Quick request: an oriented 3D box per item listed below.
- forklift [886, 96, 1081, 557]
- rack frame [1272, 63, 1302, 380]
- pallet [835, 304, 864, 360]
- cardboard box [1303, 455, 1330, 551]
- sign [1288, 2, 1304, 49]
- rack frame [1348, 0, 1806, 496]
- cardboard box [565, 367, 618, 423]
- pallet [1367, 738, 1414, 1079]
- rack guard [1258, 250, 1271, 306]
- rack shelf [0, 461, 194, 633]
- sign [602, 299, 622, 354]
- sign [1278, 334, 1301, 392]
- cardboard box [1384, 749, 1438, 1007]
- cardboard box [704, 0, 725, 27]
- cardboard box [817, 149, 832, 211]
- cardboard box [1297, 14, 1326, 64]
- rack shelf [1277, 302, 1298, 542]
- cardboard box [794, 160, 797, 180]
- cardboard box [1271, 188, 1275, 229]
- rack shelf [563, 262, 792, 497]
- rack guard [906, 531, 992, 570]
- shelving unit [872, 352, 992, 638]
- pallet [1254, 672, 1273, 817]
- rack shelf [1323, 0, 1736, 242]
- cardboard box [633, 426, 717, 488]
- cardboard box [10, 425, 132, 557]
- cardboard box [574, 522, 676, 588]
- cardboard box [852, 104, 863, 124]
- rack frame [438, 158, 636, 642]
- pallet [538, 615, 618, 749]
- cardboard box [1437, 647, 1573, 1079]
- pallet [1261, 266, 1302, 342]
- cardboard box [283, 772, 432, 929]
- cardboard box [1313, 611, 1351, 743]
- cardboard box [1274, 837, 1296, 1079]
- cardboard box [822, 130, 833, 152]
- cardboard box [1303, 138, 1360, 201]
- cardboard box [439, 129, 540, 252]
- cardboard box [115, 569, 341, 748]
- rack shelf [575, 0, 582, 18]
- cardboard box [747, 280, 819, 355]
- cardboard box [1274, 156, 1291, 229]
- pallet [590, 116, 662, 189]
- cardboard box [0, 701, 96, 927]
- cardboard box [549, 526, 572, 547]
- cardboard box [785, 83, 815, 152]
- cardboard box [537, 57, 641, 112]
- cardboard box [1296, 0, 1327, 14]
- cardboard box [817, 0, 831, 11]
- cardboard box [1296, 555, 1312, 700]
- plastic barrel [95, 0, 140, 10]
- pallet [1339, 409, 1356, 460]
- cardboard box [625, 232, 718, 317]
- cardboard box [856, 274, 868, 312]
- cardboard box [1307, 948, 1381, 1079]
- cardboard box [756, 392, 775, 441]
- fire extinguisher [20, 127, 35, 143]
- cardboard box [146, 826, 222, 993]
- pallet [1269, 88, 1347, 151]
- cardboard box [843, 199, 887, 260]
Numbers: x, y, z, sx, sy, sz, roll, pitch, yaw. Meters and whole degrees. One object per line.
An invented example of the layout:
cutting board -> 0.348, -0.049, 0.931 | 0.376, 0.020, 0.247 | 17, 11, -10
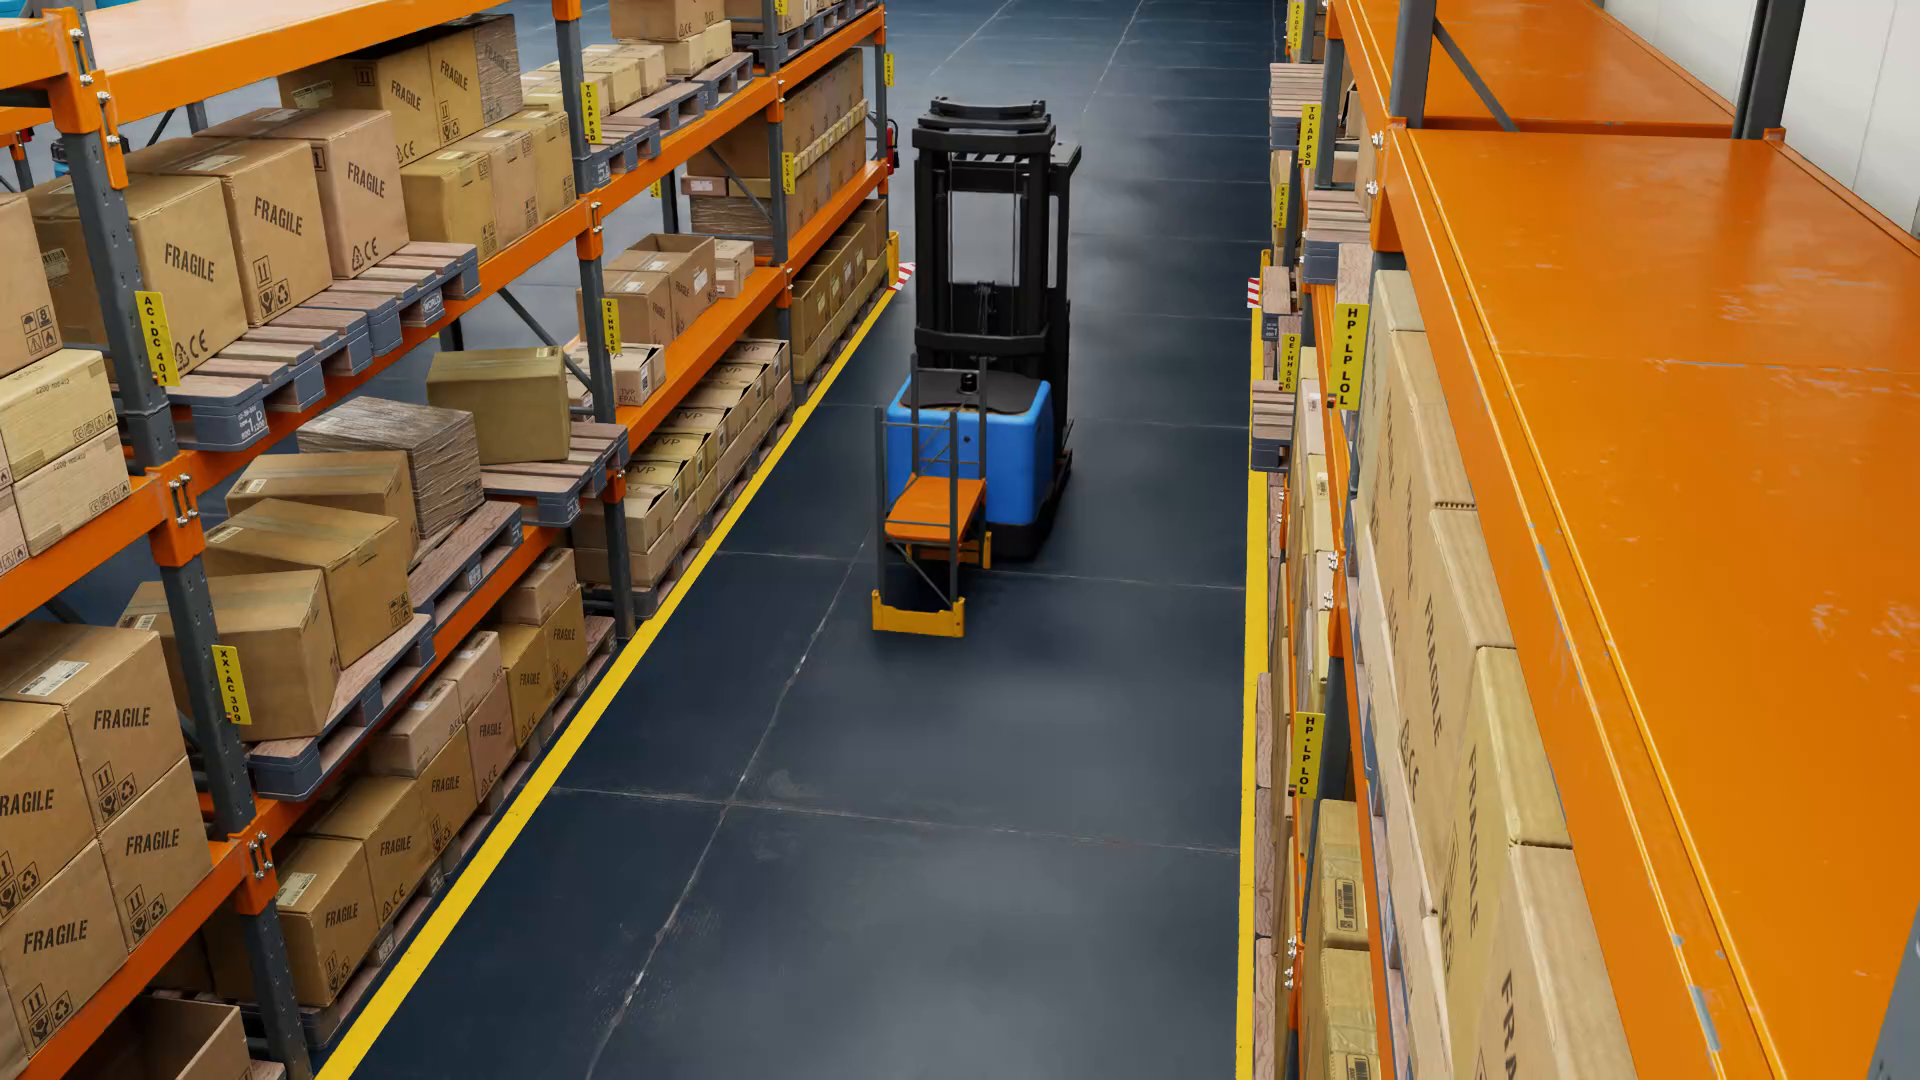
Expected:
forklift -> 0.268, -1.810, 12.203 | 1.130, 2.935, 3.031 | 5, 25, 10
rack frame -> 2.986, -2.114, 12.772 | 1.000, 3.000, 0.127 | 4, 25, 9
pallet -> -1.534, -2.034, 15.890 | 1.003, 0.211, 1.213 | 4, 25, 9
cardboard box -> 1.761, -0.149, 7.198 | 0.500, 0.250, 0.500 | 4, 25, 7
sign -> 2.449, -3.741, 12.100 | 0.100, 0.325, 0.005 | 4, 25, 9
rack frame -> 1.678, -1.485, 4.352 | 1.000, 3.000, 0.127 | 4, 25, 9
cardboard box -> -2.453, -0.891, 10.265 | 0.500, 0.311, 0.500 | 6, 26, 12
pallet -> 1.332, 0.764, 3.190 | 1.003, 0.211, 1.213 | 4, 25, 9
rack guard -> 3.627, -2.623, 16.808 | 1.175, 0.500, 0.348 | 4, 25, 9
rack shelf -> -3.536, 0.694, 4.083 | 1.077, 0.370, 4.000 | 4, 25, 9
sign -> -2.019, -1.237, 9.627 | 0.100, 0.325, 0.005 | 4, 25, 9
sign -> 1.795, -0.963, 9.041 | 0.100, 0.325, 0.005 | 4, 25, 9
cardboard box -> 1.046, 0.619, 2.960 | 0.500, 0.250, 0.500 | 3, 25, 7
cardboard box -> -2.042, -4.021, 12.104 | 0.500, 0.500, 0.500 | 4, 25, 9
cardboard box -> -1.588, -3.332, 15.255 | 0.700, 0.500, 0.500 | 5, 26, 10
cardboard box -> 2.825, -3.756, 12.600 | 0.500, 0.500, 0.500 | 5, 25, 10
rack shelf -> 2.659, -0.951, 11.137 | 1.077, 0.370, 4.000 | 4, 25, 9
cardboard box -> -1.586, -3.106, 14.009 | 0.380, 0.149, 0.250 | 3, 25, 7
cardboard box -> 3.002, -2.904, 14.612 | 0.500, 0.250, 0.500 | 4, 25, 9
rack shelf -> -2.229, -1.293, 11.867 | 1.077, 0.370, 4.000 | 4, 25, 9
rack guard -> -0.078, 0.052, 11.388 | 0.587, 0.250, 0.087 | 5, 25, 10
shelving unit -> -0.171, -0.307, 10.680 | 0.587, 1.500, 1.083 | 5, 25, 10
pallet -> 2.129, 1.147, 9.095 | 1.003, 0.211, 1.213 | 4, 25, 9
rack shelf -> 2.005, -1.814, 6.376 | 1.077, 0.370, 4.000 | 4, 25, 9
cardboard box -> -2.017, -0.613, 11.653 | 0.500, 0.311, 0.500 | 3, 25, 7
cardboard box -> -3.027, -0.178, 5.275 | 0.500, 0.250, 0.500 | 4, 25, 9
cardboard box -> -2.180, 0.074, 10.846 | 0.500, 0.250, 0.500 | 4, 25, 8
cardboard box -> -1.164, -4.185, 16.313 | 0.380, 0.149, 0.250 | 5, 25, 10
rack frame -> -2.556, -0.782, 9.927 | 1.000, 3.000, 0.127 | 4, 25, 9
pallet -> -2.715, 0.790, 9.857 | 1.003, 0.211, 1.213 | 4, 25, 9
cardboard box -> 0.967, 0.506, 2.316 | 0.500, 0.500, 0.500 | 5, 26, 10
pallet -> 2.717, -1.717, 12.151 | 1.003, 0.211, 1.213 | 4, 25, 9
cardboard box -> -2.814, 1.414, 7.664 | 0.500, 0.500, 0.500 | 4, 25, 9
cardboard box -> 1.502, 0.490, 5.831 | 0.500, 0.250, 0.500 | 5, 25, 10
cardboard box -> 1.656, 1.735, 6.590 | 0.750, 0.750, 0.750 | 4, 25, 9
cardboard box -> -1.374, -3.645, 15.161 | 0.380, 0.149, 0.250 | 4, 25, 8
cardboard box -> 2.183, -2.088, 9.260 | 0.500, 0.311, 0.500 | 4, 25, 9
cardboard box -> -2.677, -1.788, 8.420 | 0.910, 0.500, 0.500 | 4, 25, 9
cardboard box -> -2.911, 0.472, 6.633 | 0.700, 0.500, 0.500 | -4, 25, -9
rack shelf -> -2.229, -3.829, 10.680 | 1.077, 0.370, 4.000 | 4, 25, 9
cardboard box -> -1.517, -1.912, 14.204 | 0.500, 0.500, 0.500 | 4, 25, 9
cardboard box -> 2.834, -2.823, 13.555 | 0.500, 0.500, 0.500 | 4, 25, 8
pallet -> -2.533, -2.345, 9.951 | 1.213, 0.211, 1.003 | 5, 26, 11
cardboard box -> -3.118, 0.836, 5.172 | 0.500, 0.500, 0.500 | 4, 25, 8
cardboard box -> -2.713, -0.217, 10.807 | 0.500, 0.311, 0.500 | 5, 25, 10
cardboard box -> -1.672, -3.695, 14.502 | 0.700, 0.500, 0.500 | 4, 25, 8
cardboard box -> -2.365, -2.916, 10.629 | 0.500, 0.250, 0.500 | 4, 25, 7
cardboard box -> 2.800, -4.208, 12.386 | 0.500, 0.500, 0.500 | 2, 25, 4
cardboard box -> -1.508, -4.794, 14.178 | 0.797, 0.503, 0.637 | 7, 26, 14
cardboard box -> 1.669, 0.409, 6.890 | 0.500, 0.500, 0.500 | 4, 25, 9
plastic barrel -> -6.657, -4.158, 13.009 | 0.600, 0.901, 0.708 | 4, 25, 9
pallet -> 1.779, -0.427, 5.855 | 0.805, 0.209, 1.217 | 3, 25, 6
cardboard box -> -2.130, -1.960, 12.326 | 0.500, 0.500, 0.500 | 6, 26, 12
cardboard box -> -1.194, -2.409, 16.151 | 0.500, 0.250, 0.500 | 4, 25, 9
cardboard box -> 1.449, 1.627, 4.426 | 0.980, 0.700, 0.700 | 3, 25, 7
cardboard box -> -1.768, -0.995, 13.130 | 0.500, 0.250, 0.500 | 4, 25, 8
fire extinguisher -> -10.548, -4.797, 18.596 | 0.296, 0.674, 0.183 | 4, 25, 9
cardboard box -> -3.412, 1.597, 7.273 | 0.500, 0.500, 0.500 | 4, 25, 8
pallet -> 2.613, -2.702, 10.713 | 1.213, 0.211, 1.003 | 4, 25, 9
cardboard box -> -1.042, -3.168, 16.887 | 0.500, 0.500, 0.500 | 4, 25, 9
